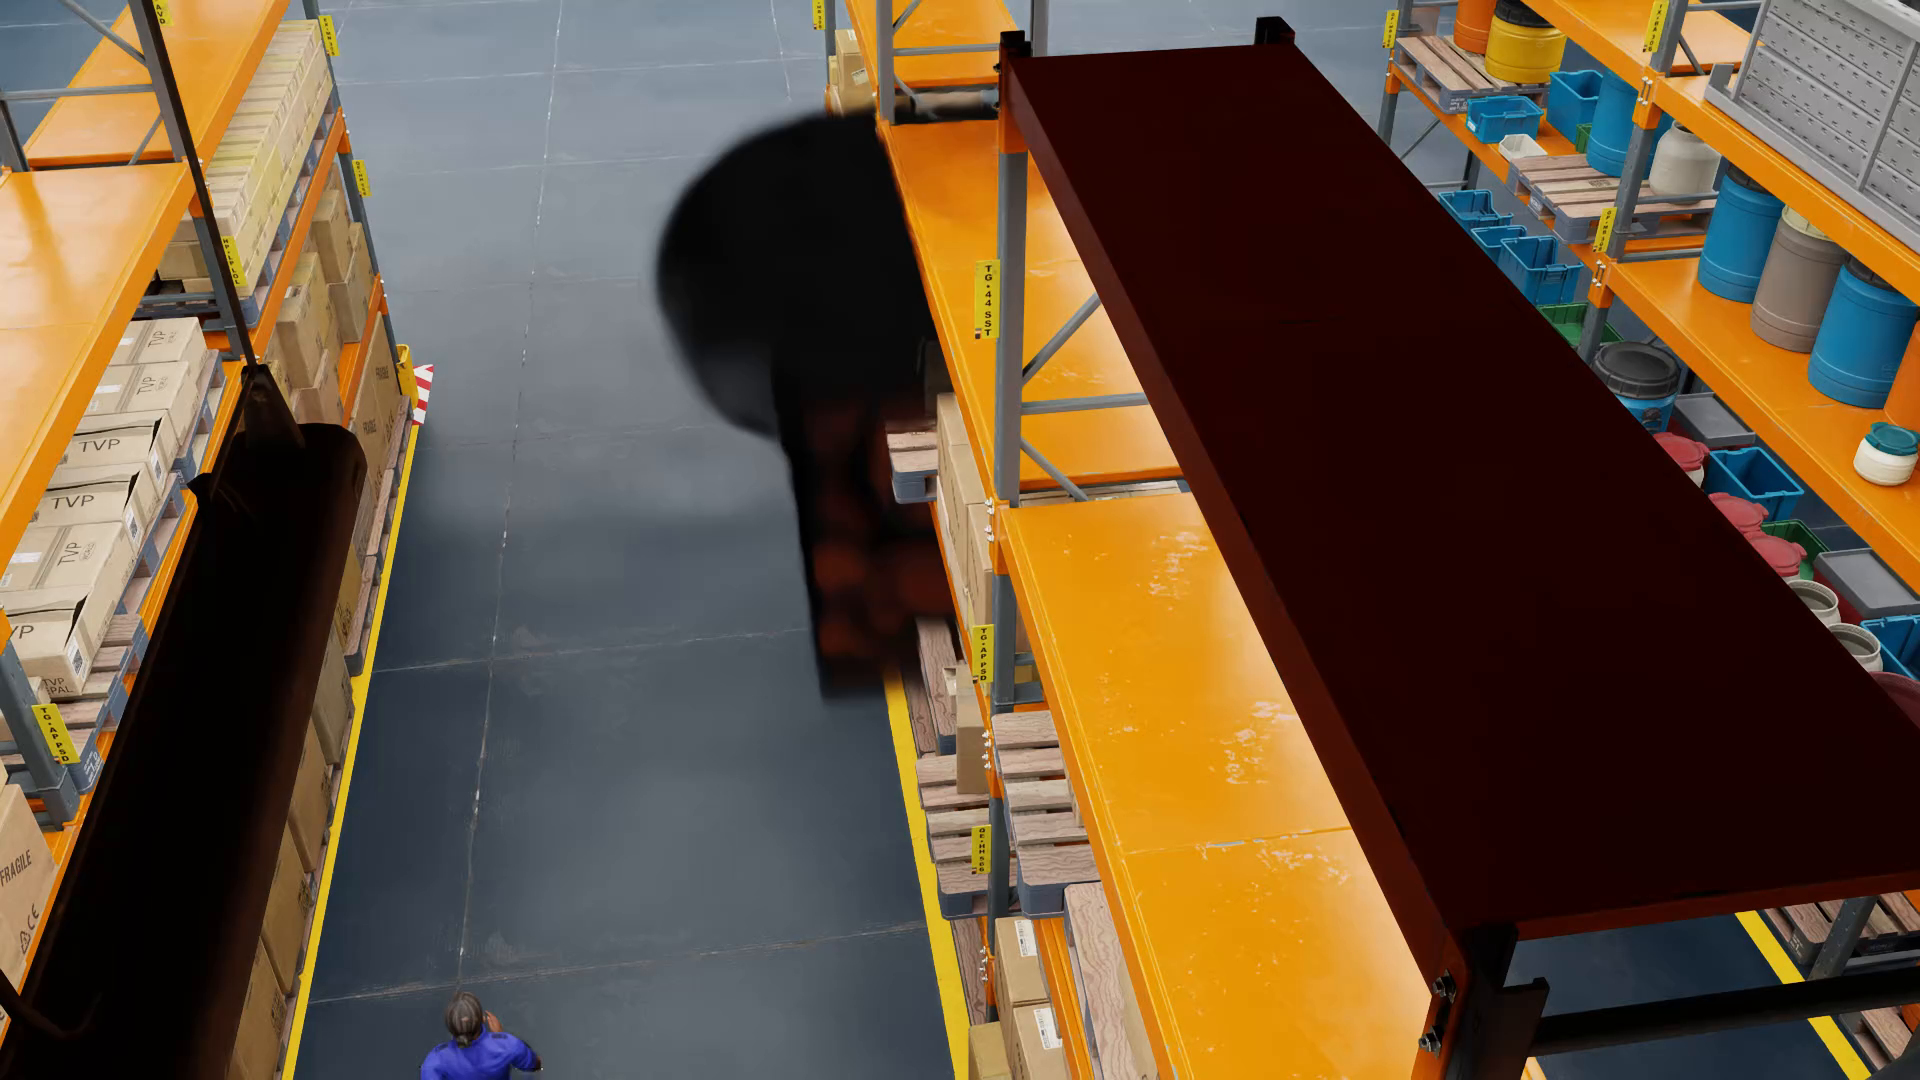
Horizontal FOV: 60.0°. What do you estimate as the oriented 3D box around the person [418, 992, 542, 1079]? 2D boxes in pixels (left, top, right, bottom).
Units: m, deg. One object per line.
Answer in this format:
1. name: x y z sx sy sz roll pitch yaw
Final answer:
1. person: -2.218 2.817 7.880 0.555 1.616 0.829 -5 37 -7
